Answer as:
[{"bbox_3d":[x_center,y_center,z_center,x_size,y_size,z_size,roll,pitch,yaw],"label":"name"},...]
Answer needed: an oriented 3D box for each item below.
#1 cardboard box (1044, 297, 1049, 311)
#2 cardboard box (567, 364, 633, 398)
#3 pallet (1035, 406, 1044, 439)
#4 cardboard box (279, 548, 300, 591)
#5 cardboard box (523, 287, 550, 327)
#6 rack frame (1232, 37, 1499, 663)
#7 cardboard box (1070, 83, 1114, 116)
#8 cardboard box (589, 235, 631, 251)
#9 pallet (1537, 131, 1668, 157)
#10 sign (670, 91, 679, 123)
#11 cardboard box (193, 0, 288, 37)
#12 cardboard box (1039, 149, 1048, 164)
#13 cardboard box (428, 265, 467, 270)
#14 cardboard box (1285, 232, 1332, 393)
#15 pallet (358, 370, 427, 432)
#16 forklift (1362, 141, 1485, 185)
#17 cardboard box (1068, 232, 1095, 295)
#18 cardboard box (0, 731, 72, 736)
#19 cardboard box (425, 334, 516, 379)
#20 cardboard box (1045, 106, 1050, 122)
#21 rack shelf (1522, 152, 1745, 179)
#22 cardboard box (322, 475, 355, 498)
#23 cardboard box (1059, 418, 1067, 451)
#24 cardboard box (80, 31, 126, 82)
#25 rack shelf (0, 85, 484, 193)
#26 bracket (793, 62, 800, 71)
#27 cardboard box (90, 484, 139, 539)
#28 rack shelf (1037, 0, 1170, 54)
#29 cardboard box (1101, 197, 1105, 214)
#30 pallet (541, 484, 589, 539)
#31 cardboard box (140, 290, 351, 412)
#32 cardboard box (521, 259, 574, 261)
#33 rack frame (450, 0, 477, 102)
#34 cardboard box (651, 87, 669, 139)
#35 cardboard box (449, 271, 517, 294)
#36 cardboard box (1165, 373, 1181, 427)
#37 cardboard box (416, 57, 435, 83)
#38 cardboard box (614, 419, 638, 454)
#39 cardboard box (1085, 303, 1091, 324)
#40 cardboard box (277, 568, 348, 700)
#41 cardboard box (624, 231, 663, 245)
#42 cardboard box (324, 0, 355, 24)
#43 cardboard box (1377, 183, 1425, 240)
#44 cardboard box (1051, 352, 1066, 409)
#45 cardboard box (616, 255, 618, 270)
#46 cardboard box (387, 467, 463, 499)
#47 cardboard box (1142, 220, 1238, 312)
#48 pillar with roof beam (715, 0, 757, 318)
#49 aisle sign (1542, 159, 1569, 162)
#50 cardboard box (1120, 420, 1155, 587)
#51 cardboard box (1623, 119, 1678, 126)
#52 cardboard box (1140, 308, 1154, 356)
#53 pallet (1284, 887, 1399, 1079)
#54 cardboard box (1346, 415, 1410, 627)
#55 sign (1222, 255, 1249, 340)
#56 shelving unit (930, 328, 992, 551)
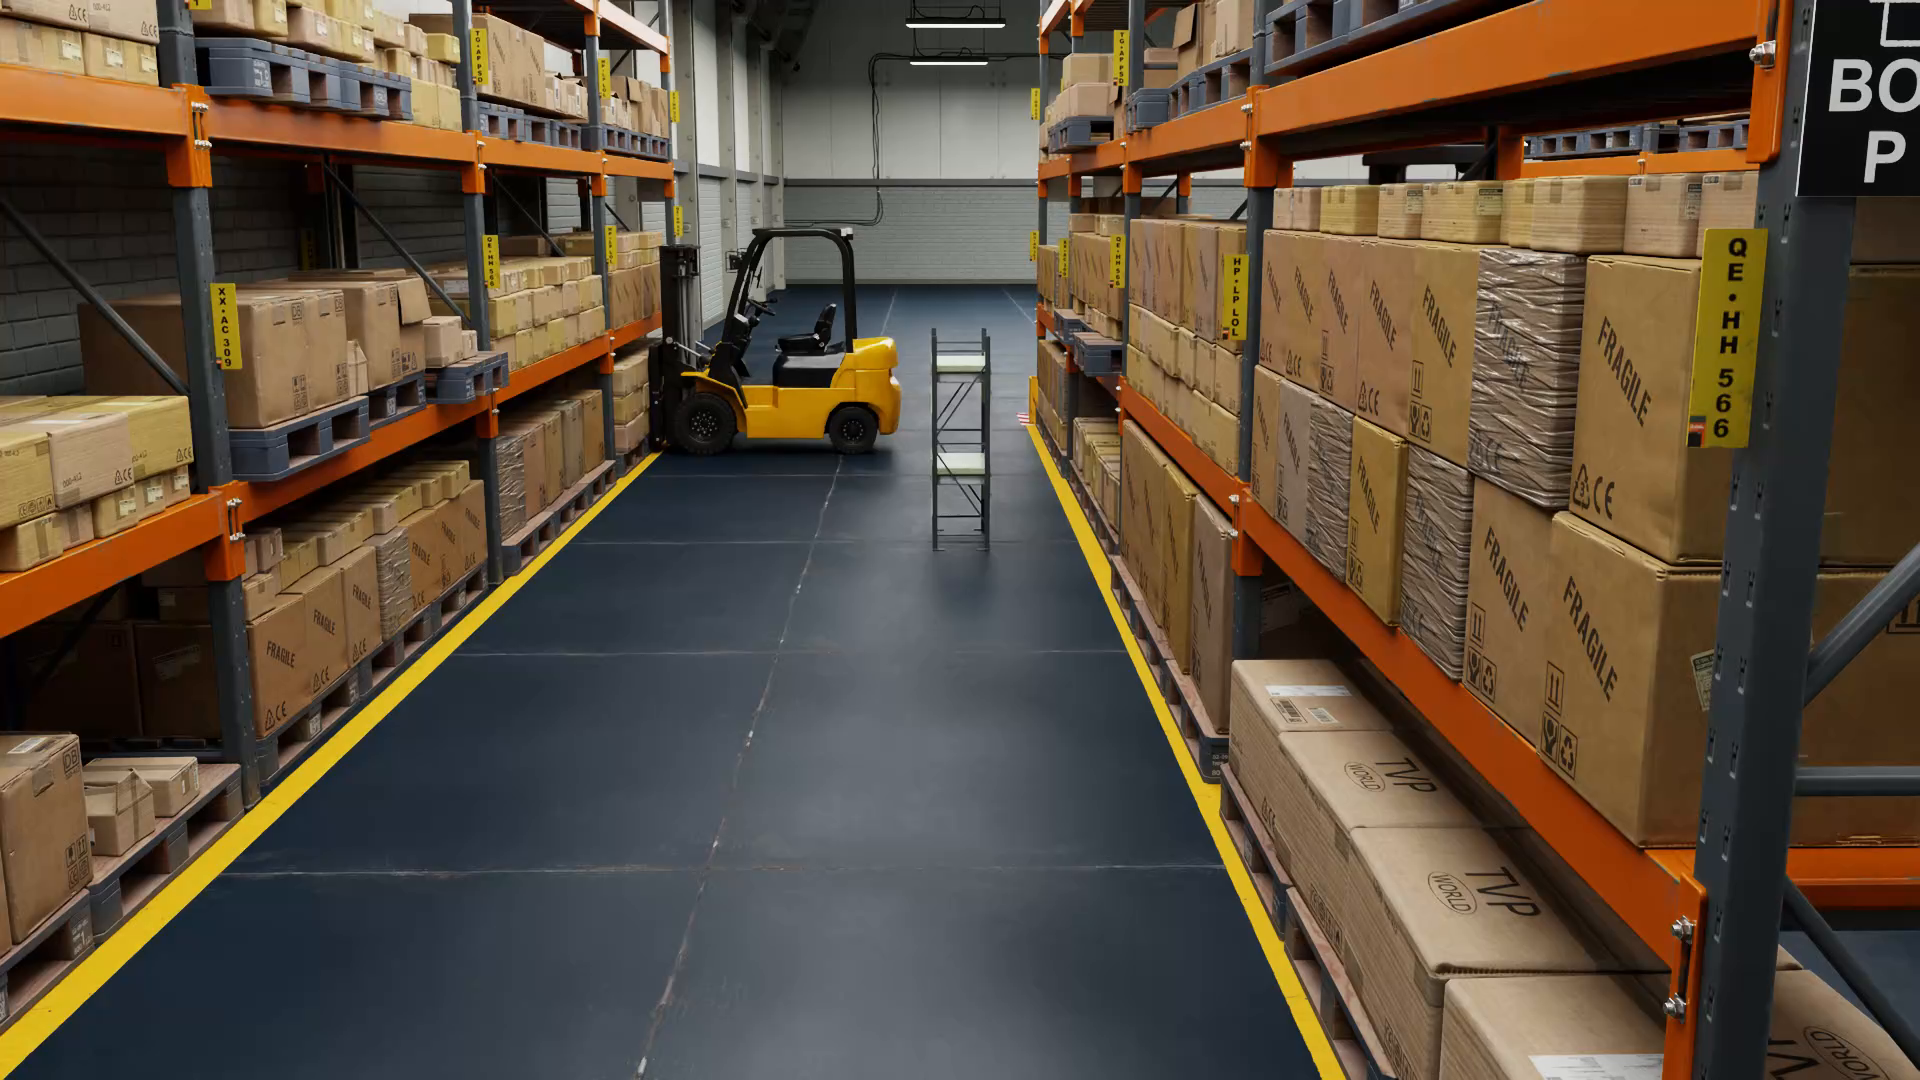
[{"bbox_3d":[1.063,-2.450,17.224,0.380,0.149,0.250,0,11,0],"label":"cardboard box"},{"bbox_3d":[-3.217,-1.425,14.883,0.500,0.250,0.500,0,11,-2],"label":"cardboard box"},{"bbox_3d":[1.343,-1.252,17.700,1.003,0.211,1.213,0,11,-1],"label":"pallet"},{"bbox_3d":[-3.196,0.134,7.452,0.380,0.149,0.250,-1,11,-4],"label":"cardboard box"},{"bbox_3d":[-3.204,-1.649,11.760,0.500,0.250,0.500,-1,11,-3],"label":"cardboard box"},{"bbox_3d":[1.608,-0.410,6.536,1.000,3.000,0.127,0,11,-1],"label":"rack frame"},{"bbox_3d":[1.097,-3.284,12.480,0.500,0.250,0.500,0,11,-2],"label":"cardboard box"},{"bbox_3d":[-3.275,-2.762,15.497,0.380,0.149,0.250,0,11,-2],"label":"cardboard box"},{"bbox_3d":[6.360,-3.872,16.279,1.003,0.211,1.213,0,11,-1],"label":"pallet"},{"bbox_3d":[-3.060,-4.639,17.809,0.100,0.325,0.005,0,11,-1],"label":"sign"},{"bbox_3d":[-2.934,-2.103,6.662,0.380,0.149,0.250,0,11,-1],"label":"cardboard box"},{"bbox_3d":[1.042,-4.075,17.690,0.380,0.149,0.250,0,11,-1],"label":"cardboard box"},{"bbox_3d":[-3.698,-1.920,12.096,0.380,0.149,0.250,0,11,0],"label":"cardboard box"},{"bbox_3d":[1.379,-0.753,5.461,0.500,0.500,0.500,0,11,-2],"label":"cardboard box"},{"bbox_3d":[-3.393,-0.704,8.465,1.003,0.211,1.213,0,11,-1],"label":"pallet"},{"bbox_3d":[3.736,-1.602,12.585,1.130,2.935,3.031,9,15,39],"label":"forklift"},{"bbox_3d":[1.165,-2.307,13.829,0.500,0.500,0.500,0,11,0],"label":"cardboard box"},{"bbox_3d":[-3.578,0.855,6.006,0.500,0.311,0.500,0,11,1],"label":"cardboard box"},{"bbox_3d":[-3.202,-1.200,10.806,0.500,0.250,0.500,0,11,-1],"label":"cardboard box"},{"bbox_3d":[1.058,-4.312,16.849,0.380,0.149,0.250,0,11,-1],"label":"cardboard box"},{"bbox_3d":[6.348,-3.556,16.307,1.077,0.370,4.000,0,11,-1],"label":"rack shelf"},{"bbox_3d":[-3.675,-0.276,9.474,0.380,0.149,0.250,0,11,0],"label":"cardboard box"},{"bbox_3d":[1.161,-0.975,15.181,0.500,0.250,0.500,0,11,1],"label":"cardboard box"},{"bbox_3d":[-3.050,-1.617,5.573,0.380,0.149,0.250,0,11,-1],"label":"cardboard box"},{"bbox_3d":[-3.396,-1.904,8.165,1.077,0.370,4.000,0,11,-1],"label":"rack shelf"},{"bbox_3d":[-4.812,-13.855,48.666,0.235,0.232,0.430,0,11,-1],"label":"bracket"},{"bbox_3d":[-3.039,-0.100,5.641,0.380,0.149,0.250,0,11,0],"label":"cardboard box"},{"bbox_3d":[1.401,-4.984,15.810,1.077,0.370,4.000,0,11,-1],"label":"rack shelf"},{"bbox_3d":[1.661,-2.875,15.173,0.700,0.500,0.500,0,11,-1],"label":"cardboard box"},{"bbox_3d":[-3.438,-0.223,12.629,1.003,0.211,1.213,0,11,-1],"label":"pallet"},{"bbox_3d":[-3.152,-0.844,7.367,0.700,0.500,0.500,0,11,-1],"label":"cardboard box"},{"bbox_3d":[-3.315,-2.179,13.373,0.380,0.149,0.250,0,11,-1],"label":"cardboard box"},{"bbox_3d":[-3.438,-4.124,9.755,1.000,3.000,0.127,0,11,-1],"label":"rack frame"},{"bbox_3d":[-3.350,-4.461,17.402,0.500,0.500,0.500,0,11,1],"label":"cardboard box"},{"bbox_3d":[-3.187,-1.720,11.108,0.380,0.149,0.250,0,11,0],"label":"cardboard box"},{"bbox_3d":[1.330,-0.729,8.486,0.500,0.250,0.500,0,11,-1],"label":"cardboard box"},{"bbox_3d":[-3.204,-2.655,9.432,0.380,0.149,0.250,-1,11,-2],"label":"cardboard box"},{"bbox_3d":[-3.199,-0.935,14.983,0.500,0.250,0.500,0,11,-1],"label":"cardboard box"},{"bbox_3d":[1.137,-1.713,12.533,0.380,0.149,0.250,0,11,1],"label":"cardboard box"},{"bbox_3d":[-3.161,0.427,7.639,0.500,0.500,0.500,0,11,-2],"label":"cardboard box"},{"bbox_3d":[-3.385,-3.217,17.739,0.380,0.149,0.250,0,11,-1],"label":"cardboard box"},{"bbox_3d":[-3.018,-2.454,7.640,0.380,0.149,0.250,0,11,-1],"label":"cardboard box"},{"bbox_3d":[1.367,-0.900,4.555,0.380,0.149,0.250,0,11,-1],"label":"cardboard box"},{"bbox_3d":[1.138,-1.545,16.105,0.500,0.500,0.500,0,11,2],"label":"cardboard box"},{"bbox_3d":[-3.304,-2.514,15.023,0.380,0.149,0.250,0,11,-1],"label":"cardboard box"},{"bbox_3d":[-3.138,-0.332,9.748,0.380,0.149,0.250,-1,11,-4],"label":"cardboard box"},{"bbox_3d":[1.311,-1.547,9.372,0.500,0.500,0.500,0,11,-1],"label":"cardboard box"},{"bbox_3d":[-0.558,-9.168,34.617,9.100,9.000,0.548,0,11,-1],"label":"pillar with roof beam"},{"bbox_3d":[6.605,-4.125,18.311,0.394,0.787,0.004,0,11,-1],"label":"aisle sign"},{"bbox_3d":[1.456,-0.232,9.947,0.875,0.875,0.875,0,11,-2],"label":"cardboard box"},{"bbox_3d":[6.062,-3.714,14.600,0.380,0.149,0.250,0,11,-1],"label":"cardboard box"},{"bbox_3d":[1.298,-1.172,9.413,0.500,0.250,0.500,0,11,0],"label":"cardboard box"},{"bbox_3d":[1.573,1.351,4.869,1.003,0.211,1.213,0,11,-1],"label":"pallet"},{"bbox_3d":[1.376,-0.063,4.576,0.500,0.500,0.500,0,11,1],"label":"cardboard box"},{"bbox_3d":[1.065,-0.935,6.409,0.100,0.325,0.005,0,11,-1],"label":"sign"},{"bbox_3d":[0.000,-0.736,11.917,0.431,1.500,0.755,0,11,-1],"label":"shelving unit"}]
